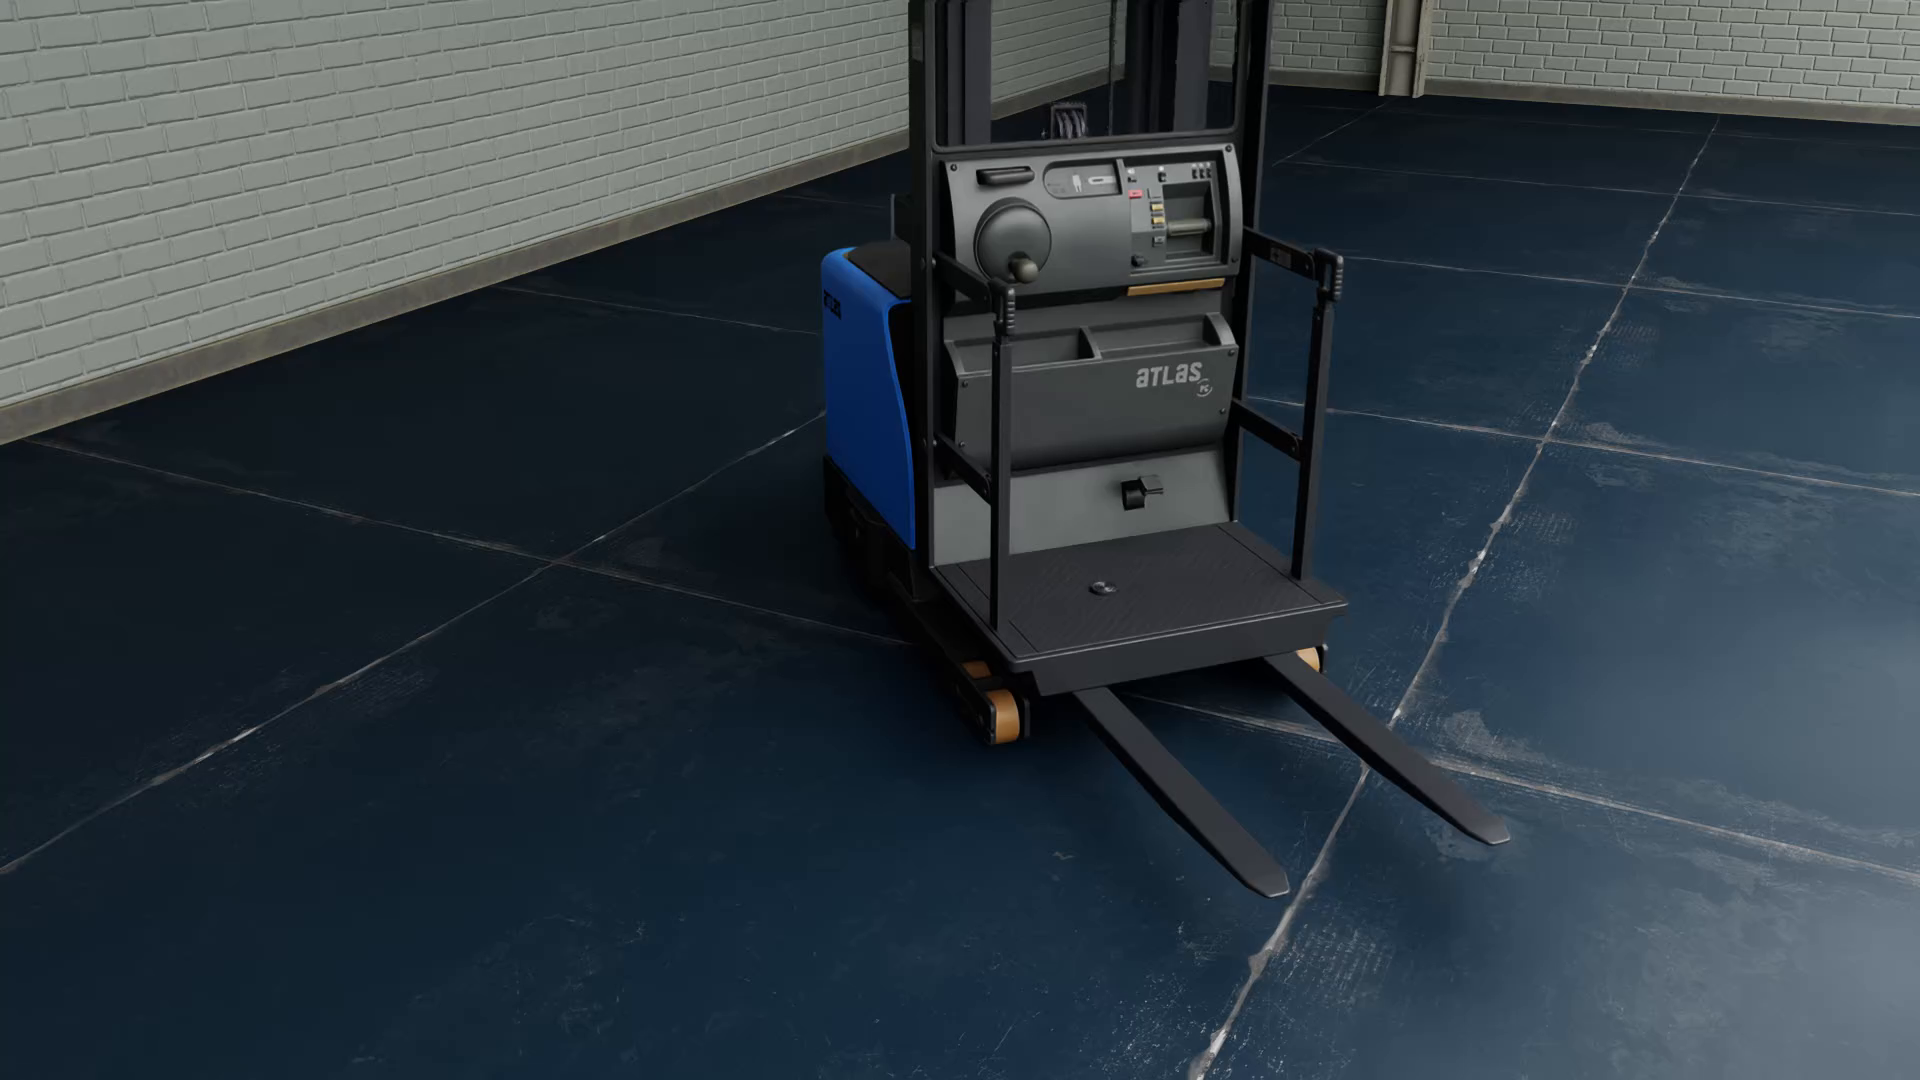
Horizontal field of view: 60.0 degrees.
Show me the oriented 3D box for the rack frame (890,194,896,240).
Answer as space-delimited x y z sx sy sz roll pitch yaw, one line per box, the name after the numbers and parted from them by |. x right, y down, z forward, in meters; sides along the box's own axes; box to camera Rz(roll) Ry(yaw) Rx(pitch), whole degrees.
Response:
-0.149 -0.757 6.498 0.240 1.200 0.006 -8 24 -19 | rack frame

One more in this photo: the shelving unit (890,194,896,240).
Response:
-0.116 -0.724 6.419 0.258 1.200 0.189 -8 24 -19 | shelving unit

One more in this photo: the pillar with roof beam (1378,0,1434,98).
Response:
2.536 -7.161 11.590 0.400 9.000 9.100 11 25 25 | pillar with roof beam

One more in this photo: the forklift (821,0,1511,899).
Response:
0.480 -0.933 4.699 1.130 2.935 3.031 -8 24 -19 | forklift
